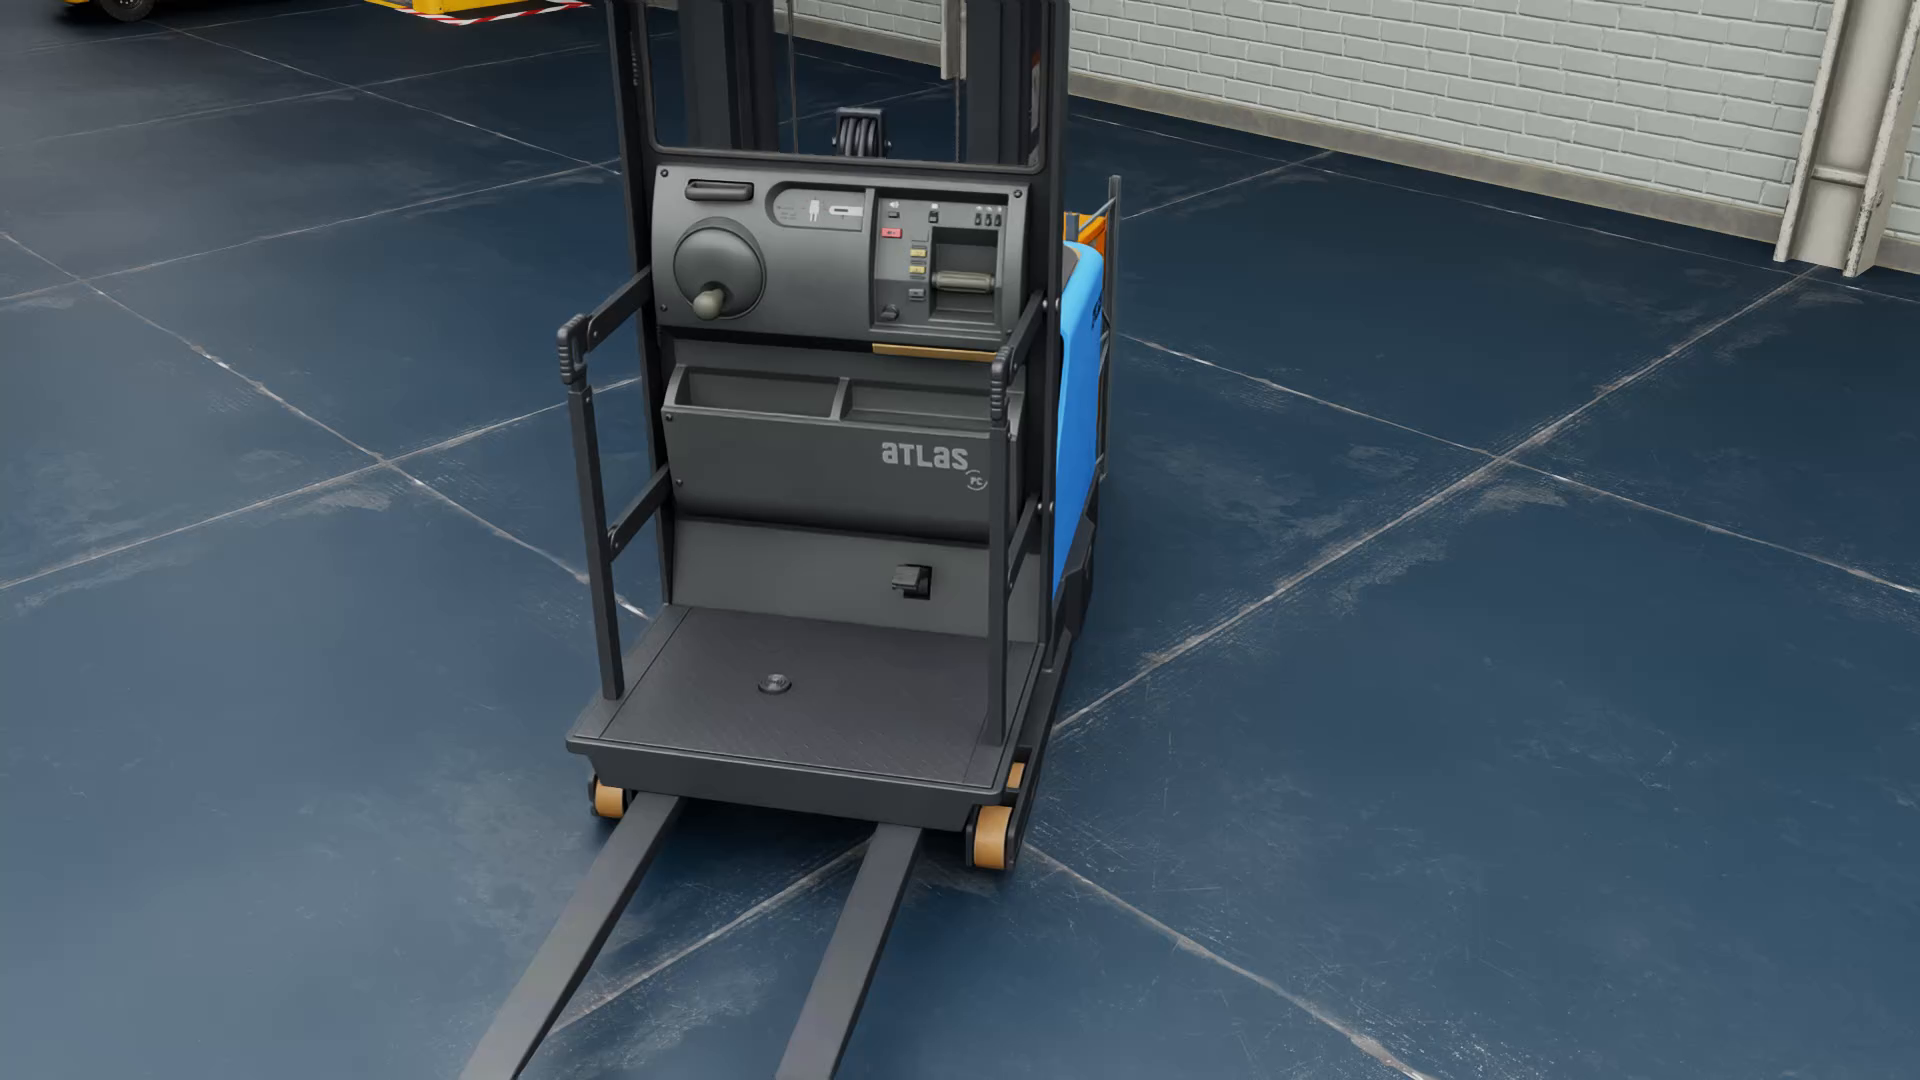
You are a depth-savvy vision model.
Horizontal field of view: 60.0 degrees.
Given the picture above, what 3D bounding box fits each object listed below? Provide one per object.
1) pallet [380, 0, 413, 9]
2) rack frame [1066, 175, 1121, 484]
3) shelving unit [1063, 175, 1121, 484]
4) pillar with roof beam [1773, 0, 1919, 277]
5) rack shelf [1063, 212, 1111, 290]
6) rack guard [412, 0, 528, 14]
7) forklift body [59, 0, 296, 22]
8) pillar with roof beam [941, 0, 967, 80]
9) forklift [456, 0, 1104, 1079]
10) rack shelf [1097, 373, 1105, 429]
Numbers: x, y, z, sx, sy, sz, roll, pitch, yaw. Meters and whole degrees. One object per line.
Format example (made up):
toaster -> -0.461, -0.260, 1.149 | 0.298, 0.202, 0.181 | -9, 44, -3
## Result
pallet -> -4.884, -5.131, 15.280 | 1.213, 0.211, 1.003 | 25, 36, 38
rack frame -> 0.446, -0.646, 5.770 | 0.032, 1.125, 0.500 | 11, 30, 19
shelving unit -> -0.025, -0.735, 5.939 | 1.048, 1.125, 0.538 | 11, 30, 19
pillar with roof beam -> 1.365, -3.967, 3.624 | 0.400, 9.000, 9.100 | 25, 36, 38
rack shelf -> -0.025, -0.994, 5.802 | 1.000, 0.278, 0.538 | 11, 30, 19
rack guard -> -4.292, -5.015, 14.750 | 0.348, 0.500, 1.175 | 25, 36, 38
forklift body -> -6.940, -5.767, 14.406 | 1.214, 2.155, 2.313 | 25, 36, 38
pillar with roof beam -> -2.913, -5.924, 7.348 | 0.400, 9.000, 9.100 | 25, 36, 38
forklift -> -0.342, -0.659, 3.853 | 1.130, 2.935, 3.031 | 6, 28, 10
rack shelf -> -0.025, -0.518, 6.052 | 1.000, 0.278, 0.538 | 11, 30, 19
